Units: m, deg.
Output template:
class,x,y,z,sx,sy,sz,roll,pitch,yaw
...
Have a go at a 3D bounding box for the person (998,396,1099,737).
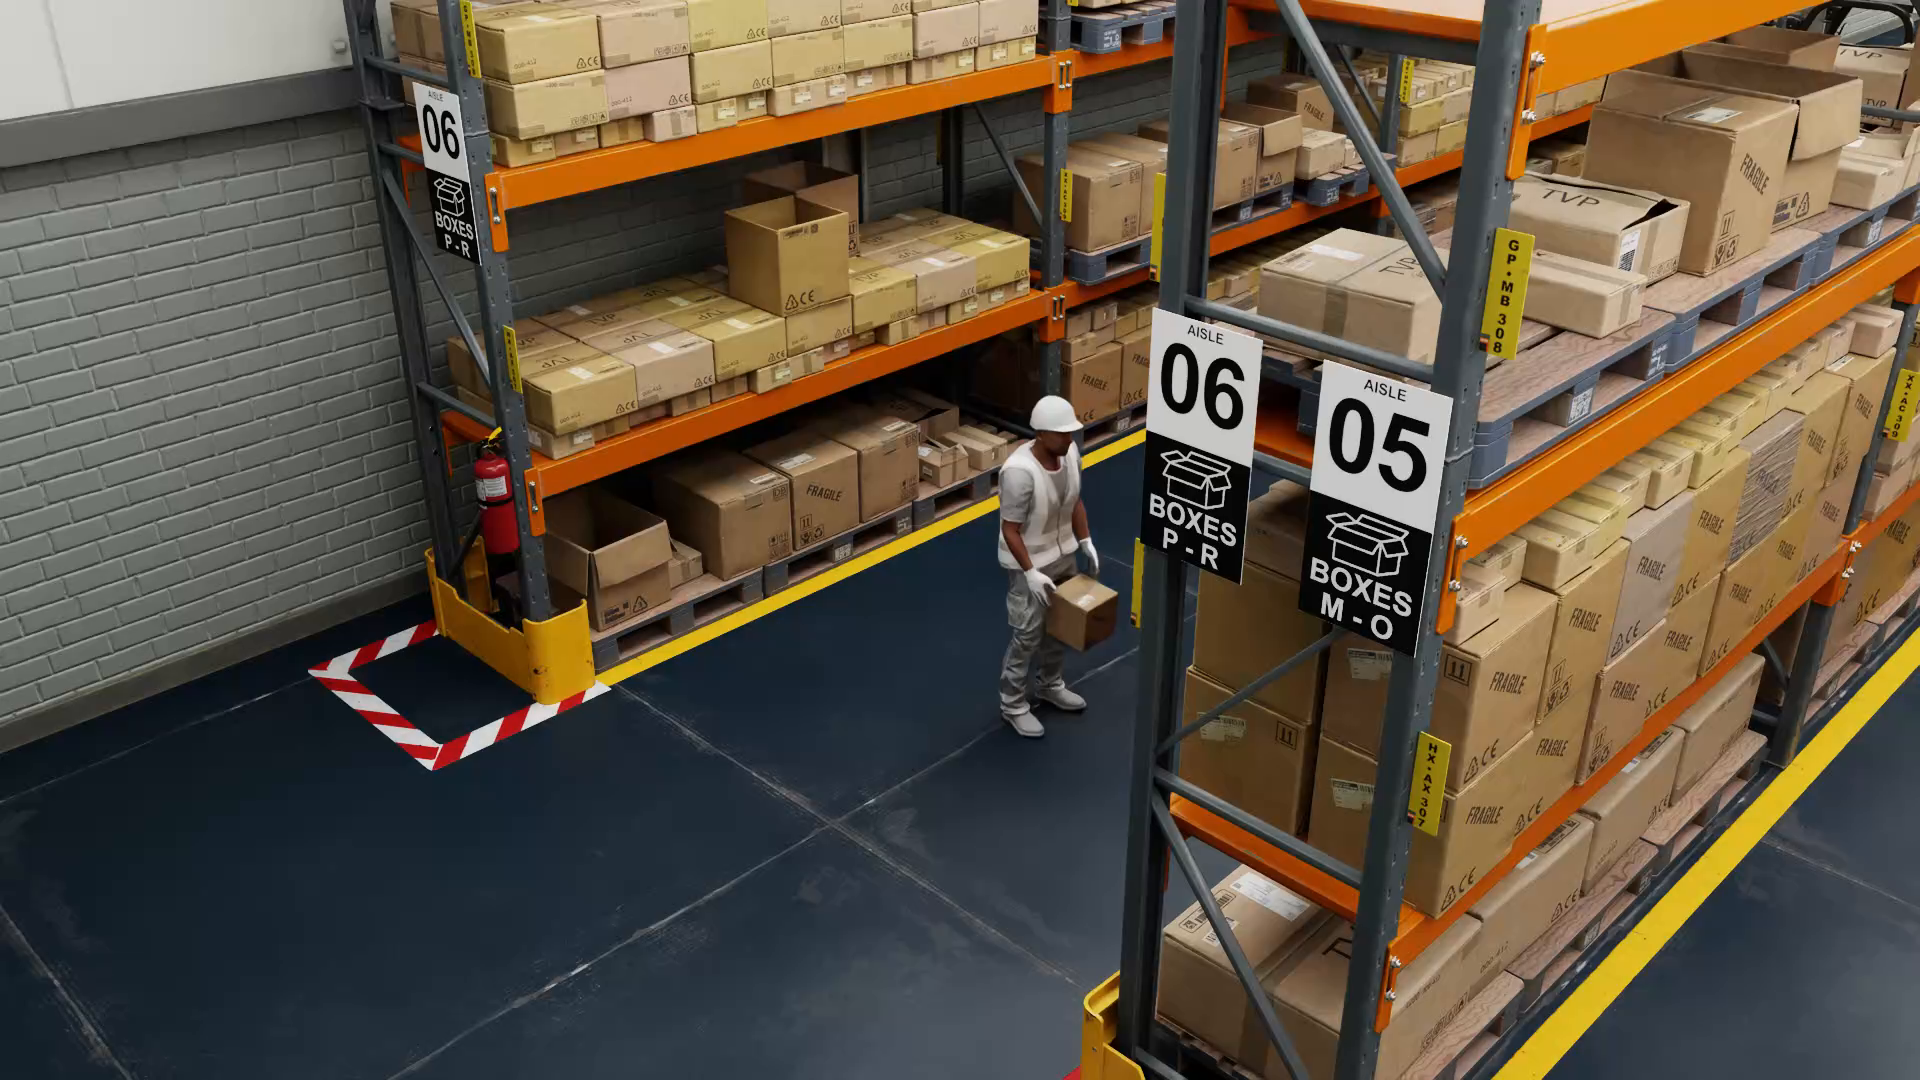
class,x,y,z,sx,sy,sz,roll,pitch,yaw
person,0.429,0.107,8.393,0.430,1.783,0.565,24,36,37
